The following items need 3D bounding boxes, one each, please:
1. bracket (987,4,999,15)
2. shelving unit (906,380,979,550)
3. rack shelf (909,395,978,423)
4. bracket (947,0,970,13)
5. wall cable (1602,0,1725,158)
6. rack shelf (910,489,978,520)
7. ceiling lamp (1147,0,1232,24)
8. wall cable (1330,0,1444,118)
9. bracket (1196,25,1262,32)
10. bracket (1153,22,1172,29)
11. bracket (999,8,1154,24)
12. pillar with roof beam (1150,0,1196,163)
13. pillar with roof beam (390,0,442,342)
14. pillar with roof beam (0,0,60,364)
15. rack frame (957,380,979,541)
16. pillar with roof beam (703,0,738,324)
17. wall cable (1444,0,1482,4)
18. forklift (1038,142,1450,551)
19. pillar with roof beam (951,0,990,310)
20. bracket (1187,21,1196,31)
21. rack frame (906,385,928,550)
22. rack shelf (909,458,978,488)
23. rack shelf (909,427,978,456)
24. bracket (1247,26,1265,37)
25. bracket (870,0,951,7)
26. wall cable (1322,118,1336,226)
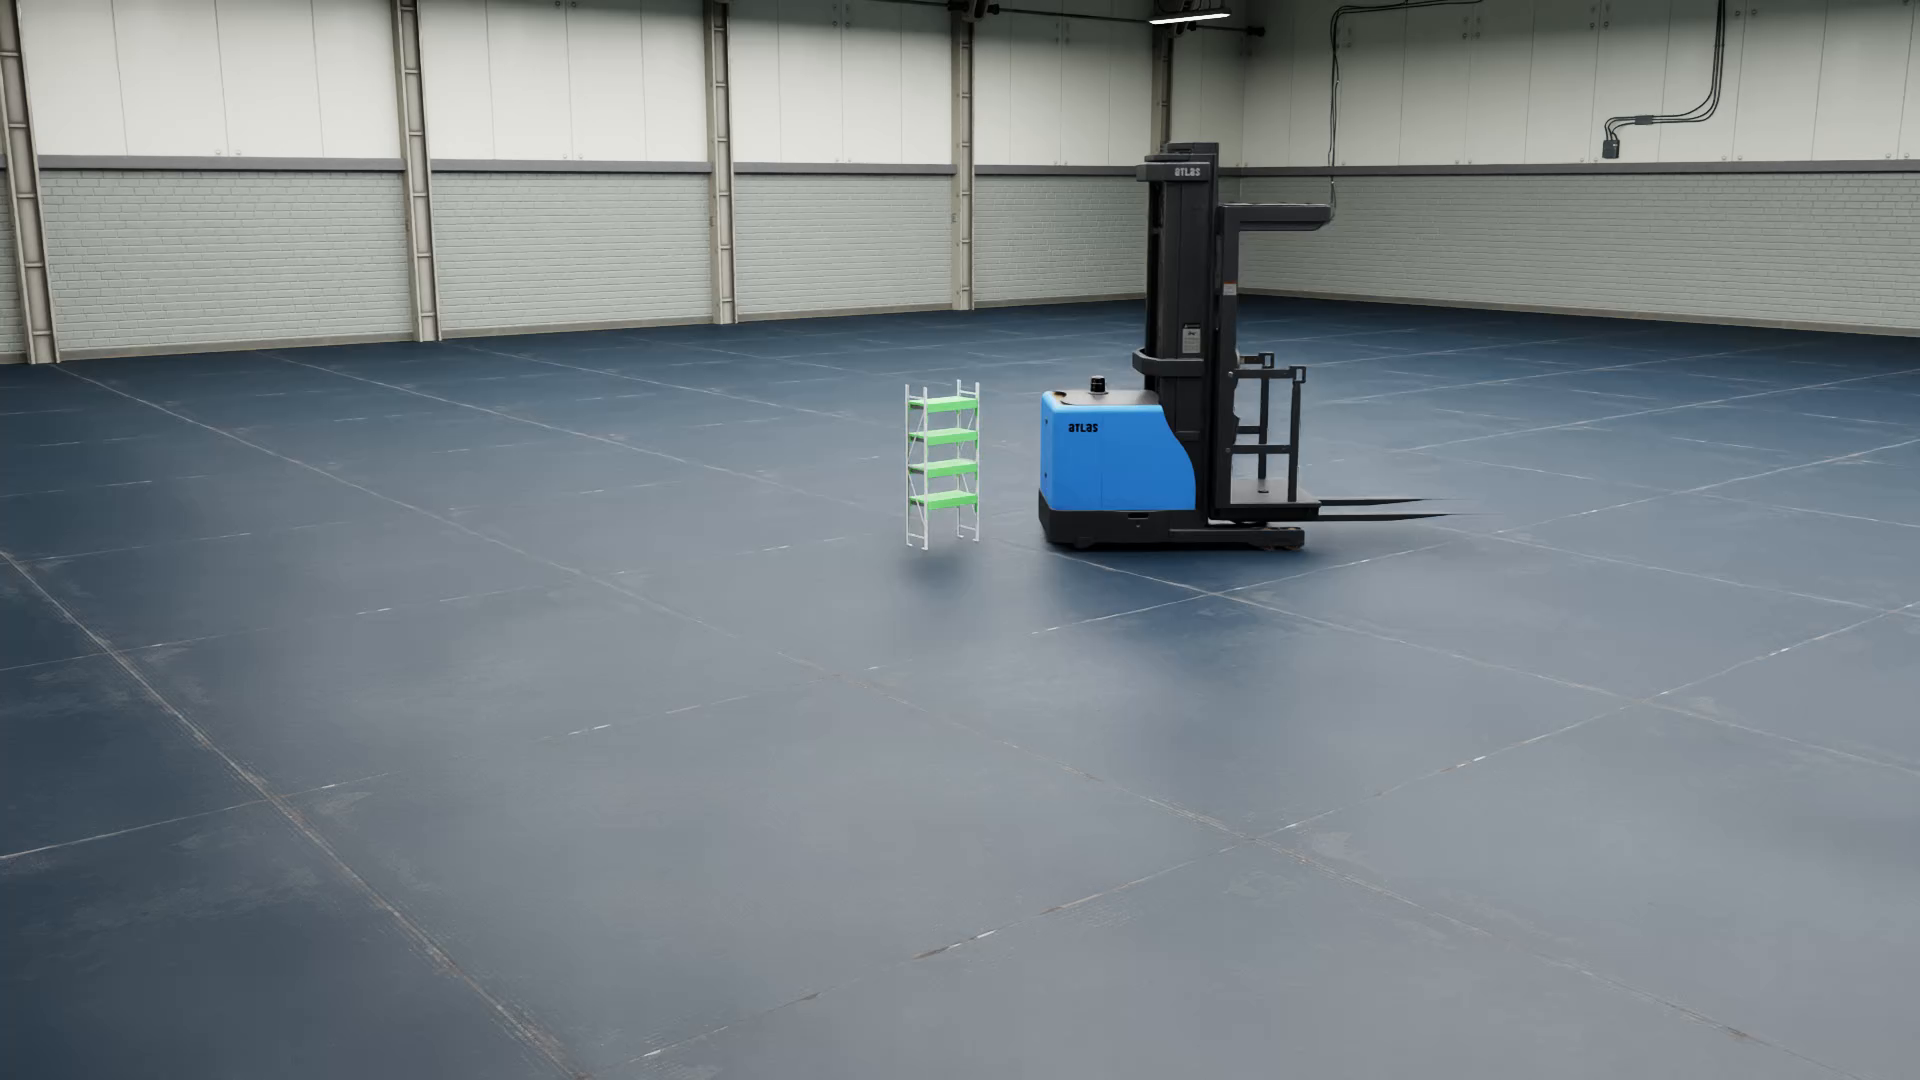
[{"bbox_3d":[0.608,-11.207,35.074,0.430,0.232,0.235,-9,15,-38],"label":"bracket"},{"bbox_3d":[-0.129,-0.565,12.403,0.503,1.200,0.258,-9,15,-38],"label":"shelving unit"},{"bbox_3d":[-0.129,-0.972,12.317,0.480,0.148,0.258,-9,15,-38],"label":"rack shelf"},{"bbox_3d":[-0.040,-11.099,34.567,0.430,0.232,0.235,-9,15,-38],"label":"bracket"},{"bbox_3d":[13.792,-10.518,32.308,0.169,6.003,2.305,-9,15,-38],"label":"wall cable"},{"bbox_3d":[-0.129,-0.268,12.466,0.480,0.148,0.258,-9,15,-38],"label":"rack shelf"},{"bbox_3d":[4.697,-11.812,32.536,0.800,3.185,2.000,-9,15,-38],"label":"ceiling lamp"},{"bbox_3d":[9.564,-10.909,37.654,0.112,2.526,3.097,-9,15,-38],"label":"wall cable"},{"bbox_3d":[6.682,-12.216,39.828,3.189,0.066,0.076,-9,15,-38],"label":"bracket"},{"bbox_3d":[4.645,-11.877,38.233,0.430,0.232,0.235,-9,15,-38],"label":"bracket"},{"bbox_3d":[2.633,-11.543,36.659,4.783,0.066,0.076,-9,15,-38],"label":"bracket"},{"bbox_3d":[7.437,-9.530,35.844,0.548,9.000,9.100,-9,15,-38],"label":"pillar with roof beam"},{"bbox_3d":[-6.619,-7.194,24.844,0.400,9.000,9.100,-9,15,-38],"label":"pillar with roof beam"},{"bbox_3d":[-11.304,-6.416,21.178,0.400,9.000,9.100,-9,15,-38],"label":"pillar with roof beam"},{"bbox_3d":[0.061,-0.597,12.552,0.015,1.200,0.240,-9,15,-38],"label":"rack frame"},{"bbox_3d":[-1.934,-7.973,28.511,0.548,9.000,9.100,-9,15,-38],"label":"pillar with roof beam"},{"bbox_3d":[11.497,-12.632,34.817,0.112,2.526,3.097,-9,15,-38],"label":"wall cable"},{"bbox_3d":[2.151,-1.464,12.466,3.031,2.935,1.130,-1,12,-3],"label":"forklift"},{"bbox_3d":[2.751,-8.751,32.177,0.548,9.000,9.100,-9,15,-38],"label":"pillar with roof beam"},{"bbox_3d":[5.293,-11.985,38.740,0.430,0.232,0.235,-9,15,-38],"label":"bracket"},{"bbox_3d":[-0.320,-0.534,12.254,0.015,1.200,0.240,-9,15,-38],"label":"rack frame"},{"bbox_3d":[-0.129,-0.503,12.416,0.480,0.148,0.258,-9,15,-38],"label":"rack shelf"},{"bbox_3d":[-0.129,-0.738,12.366,0.480,0.148,0.258,-9,15,-38],"label":"rack shelf"},{"bbox_3d":[7.144,-12.293,40.189,0.430,0.232,0.235,-9,15,-38],"label":"bracket"},{"bbox_3d":[-2.052,-10.764,32.992,4.783,0.066,0.076,-9,15,-38],"label":"bracket"},{"bbox_3d":[7.874,-8.877,40.245,0.112,2.526,3.097,-9,15,-38],"label":"wall cable"}]
